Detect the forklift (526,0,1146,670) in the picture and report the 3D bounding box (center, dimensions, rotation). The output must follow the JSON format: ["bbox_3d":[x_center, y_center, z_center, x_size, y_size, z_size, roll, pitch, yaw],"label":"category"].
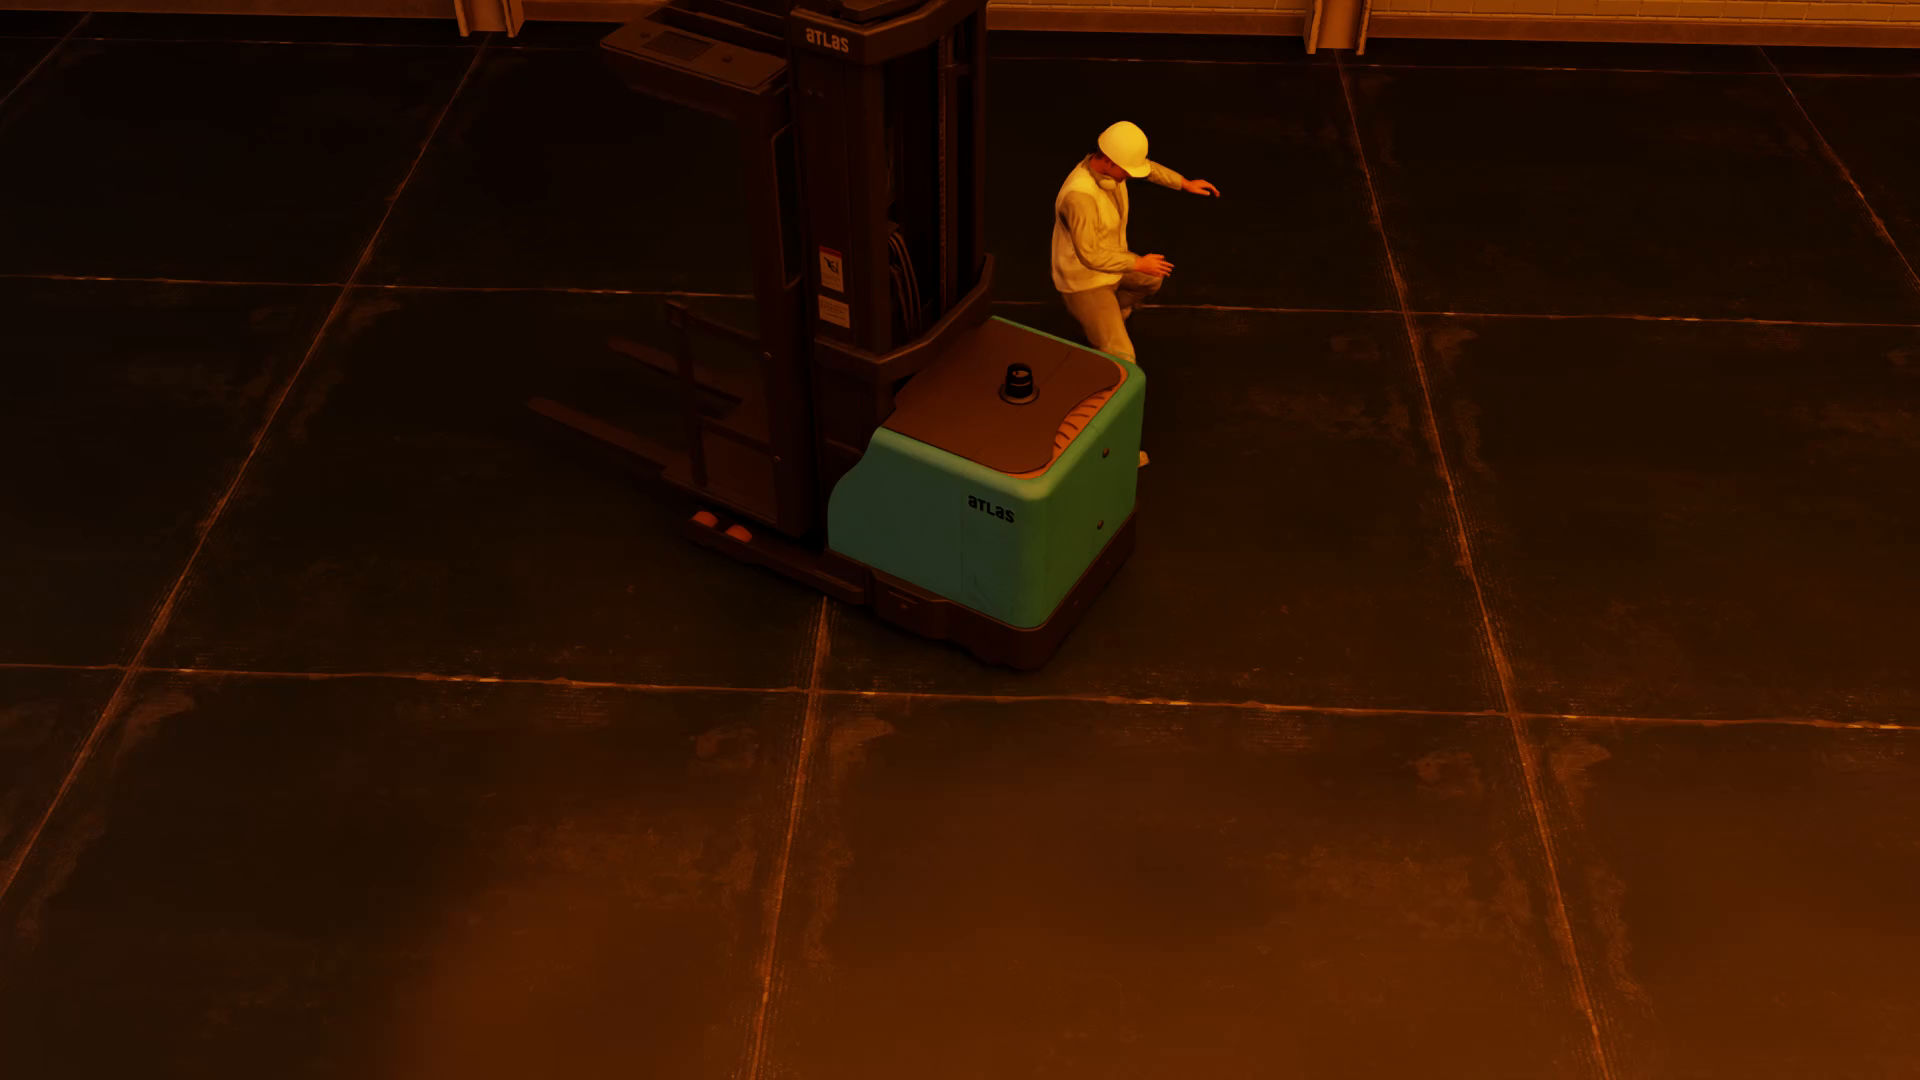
[{"bbox_3d":[-0.711,-1.269,7.132,3.031,2.935,1.130,22,47,22],"label":"forklift"}]

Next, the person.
[{"bbox_3d":[0.833,-1.384,8.283,0.727,1.552,1.271,17,45,17],"label":"person"}]
